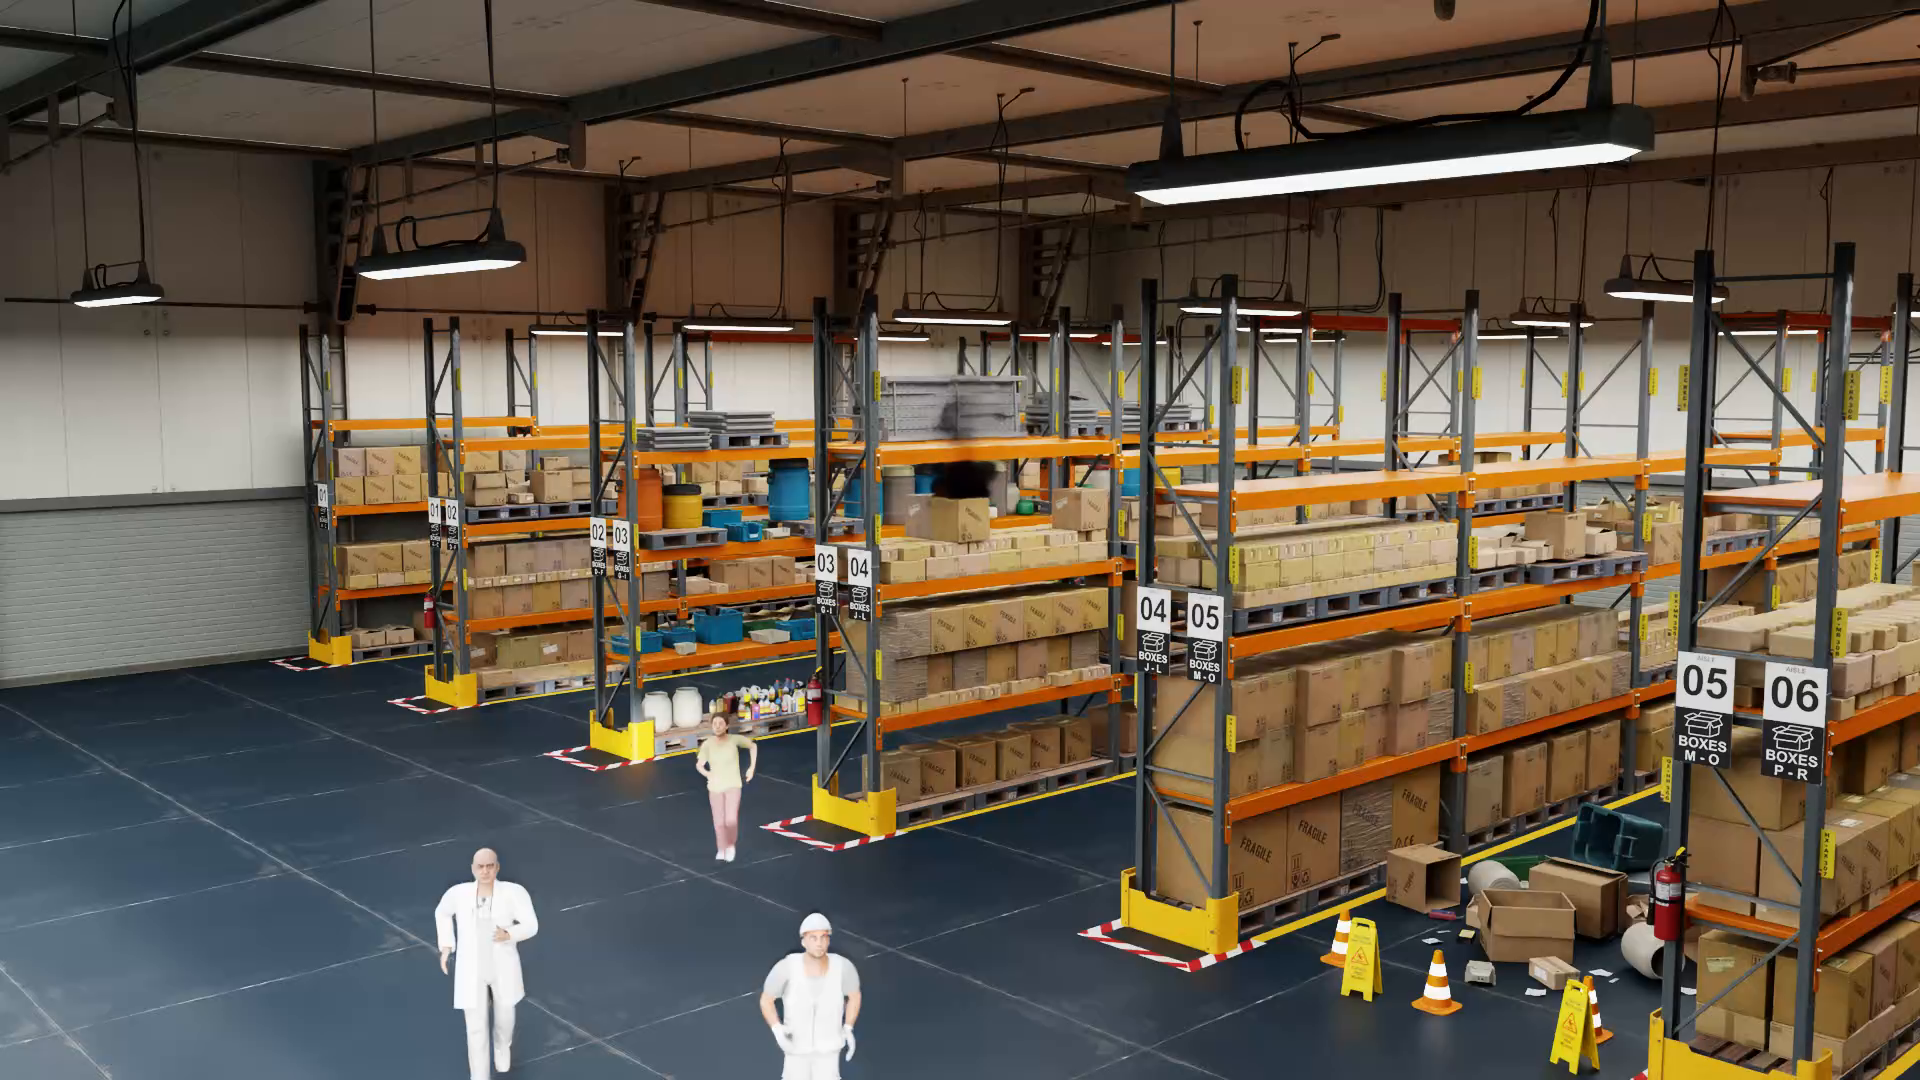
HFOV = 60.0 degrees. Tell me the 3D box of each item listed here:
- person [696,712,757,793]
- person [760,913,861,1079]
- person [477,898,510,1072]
[{"bbox_3d":[-2.442,2.205,17.210,0.592,0.830,0.619,0,6,2],"label":"person"},{"bbox_3d":[-0.945,3.196,10.598,0.649,1.702,0.624,-1,6,-7],"label":"person"},{"bbox_3d":[-3.341,3.221,11.832,0.257,1.441,1.065,-2,6,-17],"label":"person"}]
